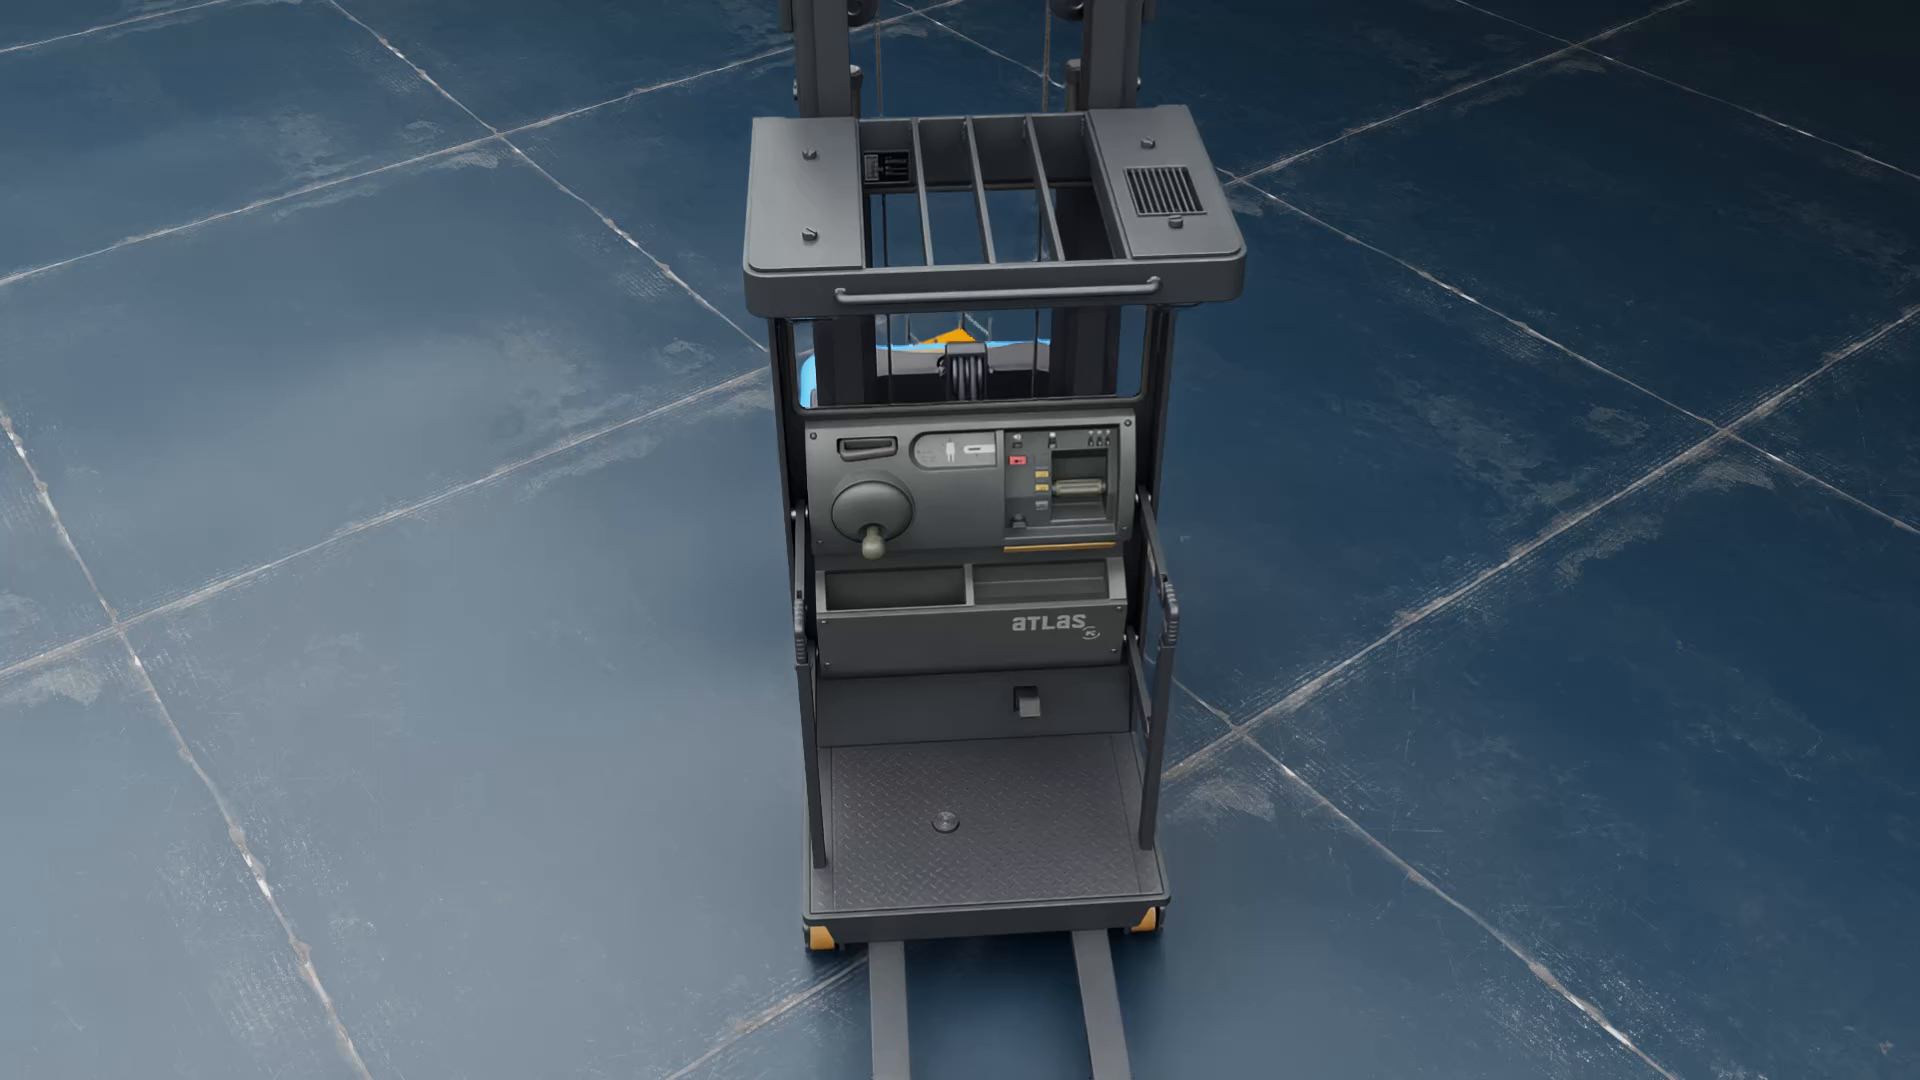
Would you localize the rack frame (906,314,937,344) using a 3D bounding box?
[{"bbox_3d":[-0.140,-0.373,6.377,0.008,1.050,0.200,-23,45,-26],"label":"rack frame"}]

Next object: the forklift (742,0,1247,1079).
[{"bbox_3d":[0.051,-0.078,4.534,1.130,2.935,3.031,-3,39,-3],"label":"forklift"}]

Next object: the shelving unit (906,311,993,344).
[{"bbox_3d":[-0.039,-0.416,6.430,0.252,1.050,0.215,-23,45,-26],"label":"shelving unit"}]

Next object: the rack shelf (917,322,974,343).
[{"bbox_3d":[-0.039,-0.628,6.257,0.240,0.259,0.215,-23,45,-26],"label":"rack shelf"}]

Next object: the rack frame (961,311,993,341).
[{"bbox_3d":[0.062,-0.460,6.483,0.008,1.050,0.200,-23,45,-26],"label":"rack frame"}]
